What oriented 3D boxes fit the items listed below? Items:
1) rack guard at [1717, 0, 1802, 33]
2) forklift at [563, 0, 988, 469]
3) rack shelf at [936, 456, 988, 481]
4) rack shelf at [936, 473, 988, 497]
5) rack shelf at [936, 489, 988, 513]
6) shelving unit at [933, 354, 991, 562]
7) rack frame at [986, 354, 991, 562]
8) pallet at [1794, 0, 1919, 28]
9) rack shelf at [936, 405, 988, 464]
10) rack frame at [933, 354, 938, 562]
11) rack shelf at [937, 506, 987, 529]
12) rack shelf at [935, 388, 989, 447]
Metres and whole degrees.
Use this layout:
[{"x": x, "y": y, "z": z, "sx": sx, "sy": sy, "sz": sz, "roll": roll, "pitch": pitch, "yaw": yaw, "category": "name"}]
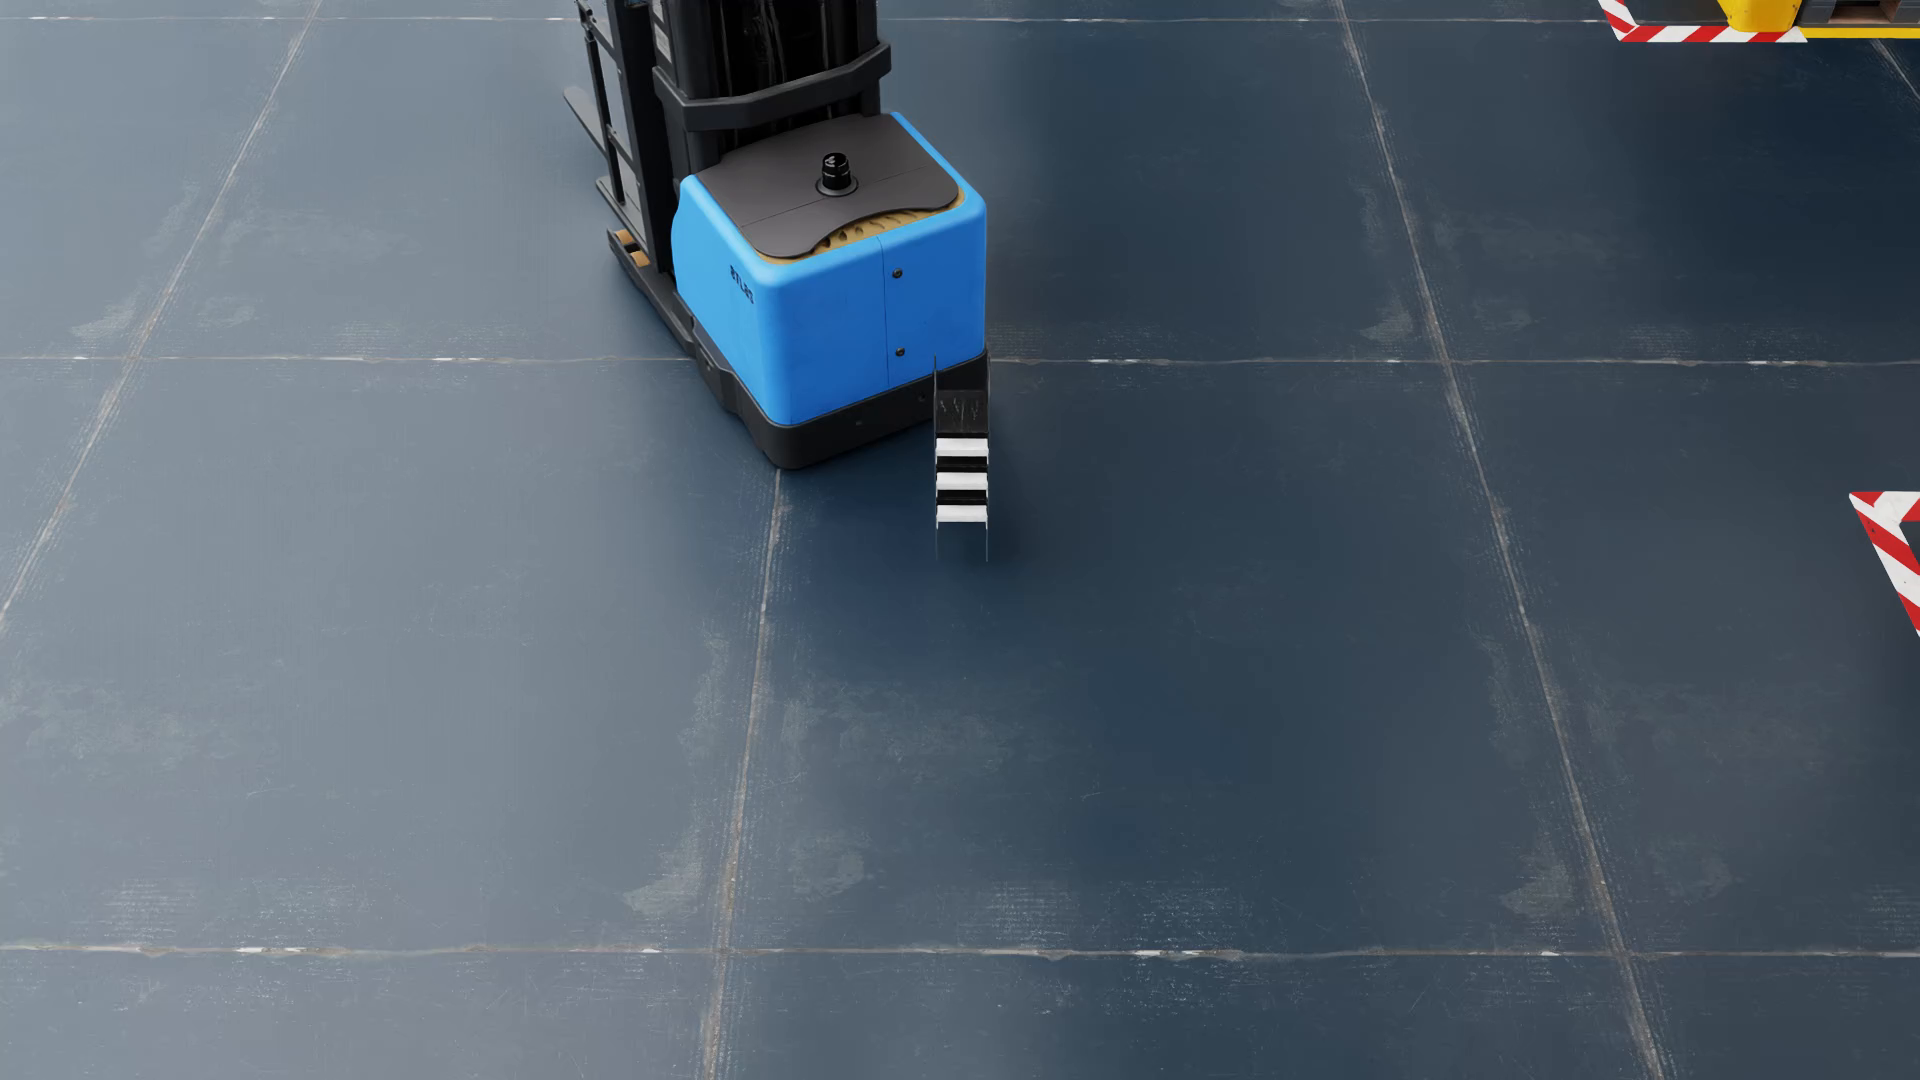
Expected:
[{"x": 4.617, "y": -3.512, "z": 9.758, "sx": 0.348, "sy": 0.500, "sz": 1.175, "roll": 0, "pitch": 47, "yaw": 0, "category": "rack guard"}, {"x": -1.044, "y": -2.372, "z": 7.036, "sx": 1.130, "sy": 2.935, "sz": 3.031, "roll": -23, "pitch": 51, "yaw": -20, "category": "forklift"}, {"x": 0.008, "y": -0.345, "z": 6.460, "sx": 0.200, "sy": 0.077, "sz": 0.258, "roll": 0, "pitch": 47, "yaw": 0, "category": "rack shelf"}, {"x": 0.008, "y": -0.284, "z": 6.526, "sx": 0.200, "sy": 0.077, "sz": 0.258, "roll": 0, "pitch": 47, "yaw": 0, "category": "rack shelf"}, {"x": 0.008, "y": -0.223, "z": 6.592, "sx": 0.200, "sy": 0.077, "sz": 0.258, "roll": 0, "pitch": 47, "yaw": 0, "category": "rack shelf"}, {"x": 0.008, "y": -0.307, "z": 6.501, "sx": 0.210, "sy": 0.900, "sz": 0.258, "roll": 0, "pitch": 47, "yaw": 0, "category": "shelving unit"}, {"x": 0.110, "y": -0.306, "z": 6.501, "sx": 0.006, "sy": 0.900, "sz": 0.240, "roll": 0, "pitch": 47, "yaw": 0, "category": "rack frame"}, {"x": 5.429, "y": -3.385, "z": 9.838, "sx": 1.213, "sy": 0.211, "sz": 1.003, "roll": 0, "pitch": 47, "yaw": 0, "category": "pallet"}, {"x": 0.008, "y": -0.406, "z": 6.394, "sx": 0.200, "sy": 0.077, "sz": 0.258, "roll": 0, "pitch": 47, "yaw": 0, "category": "rack shelf"}, {"x": -0.094, "y": -0.307, "z": 6.502, "sx": 0.006, "sy": 0.900, "sz": 0.240, "roll": 0, "pitch": 47, "yaw": 0, "category": "rack frame"}, {"x": 0.008, "y": -0.161, "z": 6.658, "sx": 0.200, "sy": 0.077, "sz": 0.258, "roll": 0, "pitch": 47, "yaw": 0, "category": "rack shelf"}, {"x": 0.008, "y": -0.468, "z": 6.328, "sx": 0.200, "sy": 0.077, "sz": 0.258, "roll": 0, "pitch": 47, "yaw": 0, "category": "rack shelf"}]
